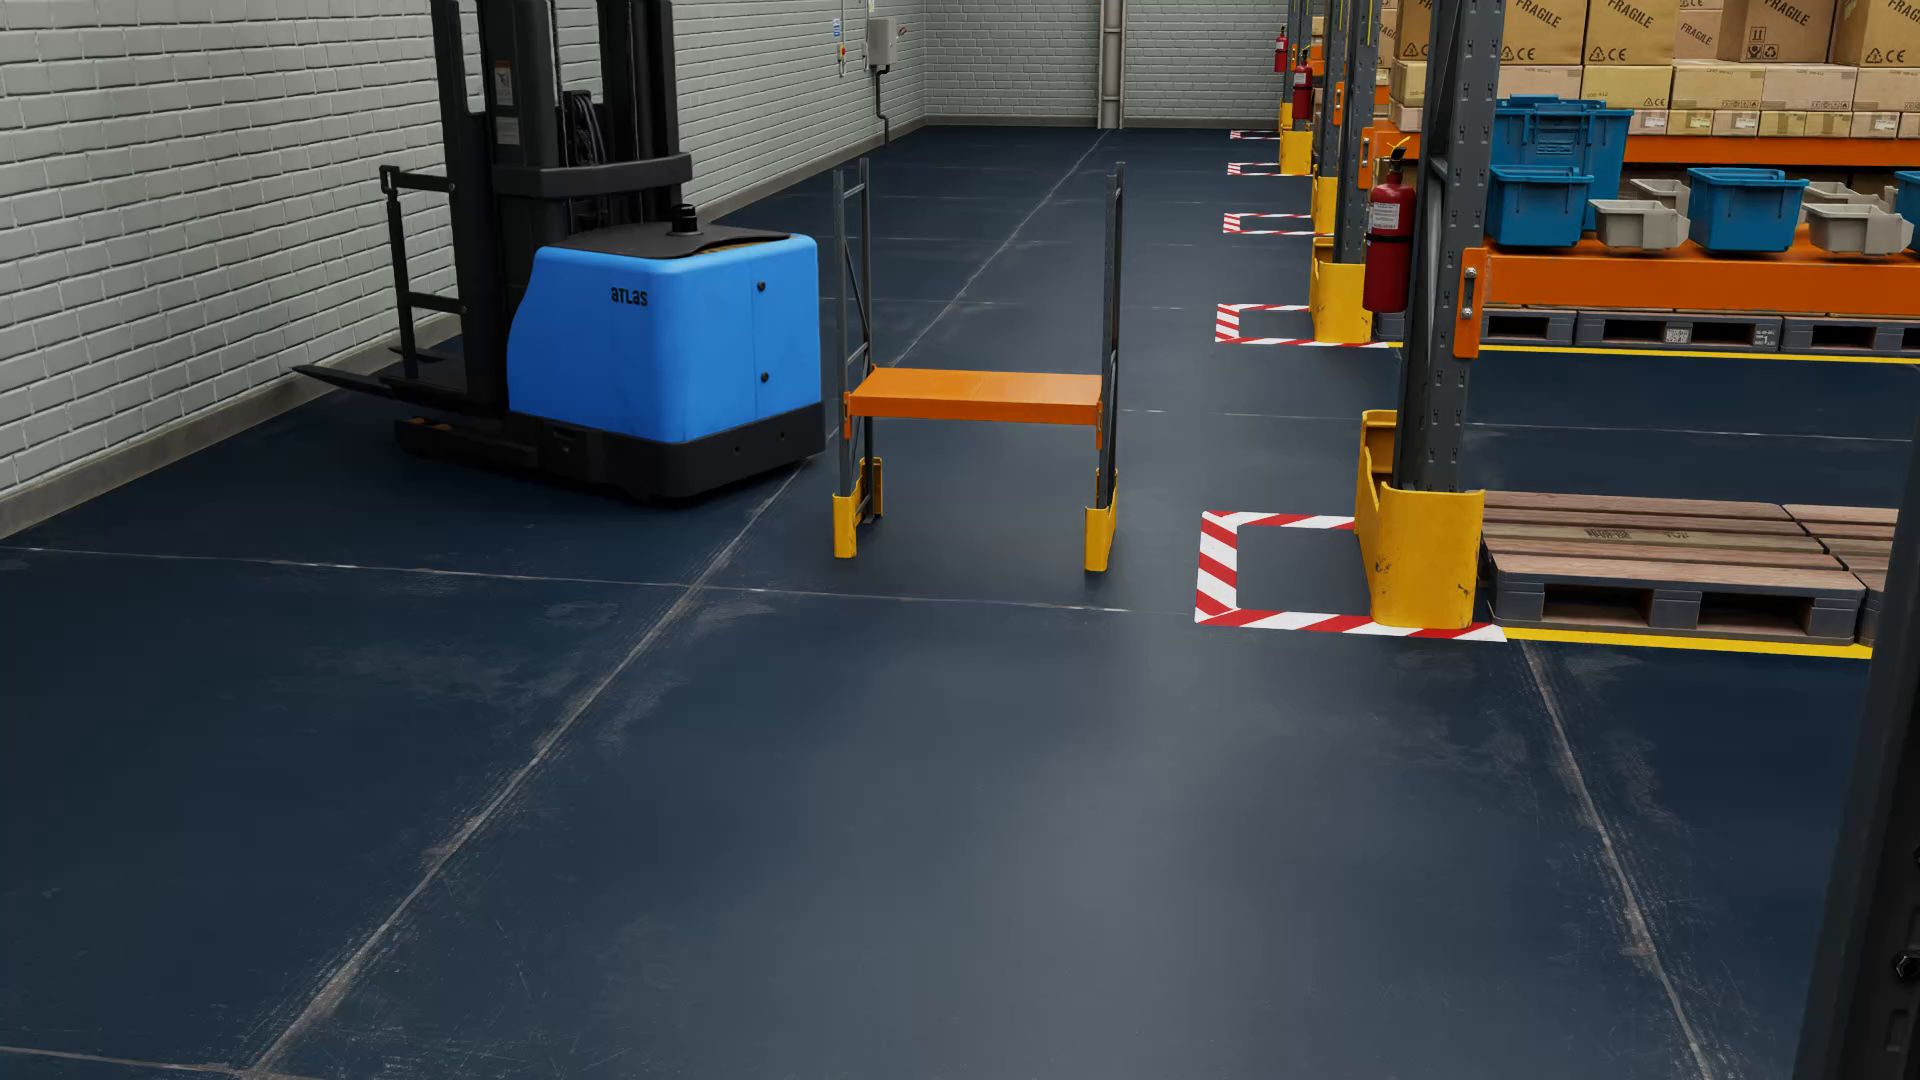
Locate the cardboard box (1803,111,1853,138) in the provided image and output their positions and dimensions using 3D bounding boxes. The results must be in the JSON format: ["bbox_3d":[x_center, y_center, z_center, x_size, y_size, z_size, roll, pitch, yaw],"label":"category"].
[{"bbox_3d":[5.119,-2.491,9.918,0.250,0.149,0.380,3,19,10],"label":"cardboard box"}]

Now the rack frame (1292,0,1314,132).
[{"bbox_3d":[4.110,-5.952,19.865,0.127,3.000,1.000,3,19,9],"label":"rack frame"}]

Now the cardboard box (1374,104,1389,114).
[{"bbox_3d":[6.321,-6.405,24.497,0.500,0.500,0.700,4,19,11],"label":"cardboard box"}]

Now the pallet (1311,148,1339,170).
[{"bbox_3d":[4.912,-4.614,20.260,1.213,0.211,1.003,3,19,9],"label":"pallet"}]

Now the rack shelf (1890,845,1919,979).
[{"bbox_3d":[2.938,0.698,1.124,4.000,0.370,1.077,3,19,9],"label":"rack shelf"}]

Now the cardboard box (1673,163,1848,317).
[{"bbox_3d":[4.960,-1.941,10.564,0.875,0.875,0.875,3,19,9],"label":"cardboard box"}]

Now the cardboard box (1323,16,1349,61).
[{"bbox_3d":[4.539,-5.885,19.508,0.500,0.500,0.500,3,19,8],"label":"cardboard box"}]

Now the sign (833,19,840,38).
[{"bbox_3d":[-1.529,-6.345,20.612,0.001,0.218,0.327,3,19,9],"label":"sign"}]

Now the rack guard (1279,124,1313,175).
[{"bbox_3d":[4.087,-4.768,20.265,0.348,0.500,1.175,3,19,9],"label":"rack guard"}]

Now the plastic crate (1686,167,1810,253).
[{"bbox_3d":[2.594,-1.096,5.521,0.300,0.233,0.416,3,19,9],"label":"plastic crate"}]

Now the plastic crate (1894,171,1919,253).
[{"bbox_3d":[3.245,-1.063,5.422,0.300,0.233,0.416,3,19,9],"label":"plastic crate"}]

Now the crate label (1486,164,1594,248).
[{"bbox_3d":[1.944,-1.129,5.620,0.303,0.233,0.416,3,19,9],"label":"crate label"}]

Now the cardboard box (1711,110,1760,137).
[{"bbox_3d":[4.615,-2.517,9.995,0.250,0.149,0.380,3,19,10],"label":"cardboard box"}]

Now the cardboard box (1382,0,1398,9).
[{"bbox_3d":[3.826,-4.953,14.677,0.500,0.500,0.500,3,19,8],"label":"cardboard box"}]

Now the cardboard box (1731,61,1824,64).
[{"bbox_3d":[5.063,-2.873,10.429,0.500,0.250,0.500,3,19,10],"label":"cardboard box"}]

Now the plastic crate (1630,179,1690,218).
[{"bbox_3d":[2.587,-1.215,6.027,0.243,0.136,0.396,3,19,9],"label":"plastic crate"}]

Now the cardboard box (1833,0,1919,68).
[{"bbox_3d":[5.498,-3.038,9.740,0.500,0.500,0.500,3,19,9],"label":"cardboard box"}]

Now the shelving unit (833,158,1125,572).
[{"bbox_3d":[0.075,-0.707,6.554,1.083,1.500,0.587,3,19,9],"label":"shelving unit"}]

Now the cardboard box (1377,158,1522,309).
[{"bbox_3d":[3.183,-2.032,10.835,0.875,0.875,0.875,3,19,9],"label":"cardboard box"}]

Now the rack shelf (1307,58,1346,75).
[{"bbox_3d":[6.085,-5.510,19.678,4.000,0.370,1.077,3,19,9],"label":"rack shelf"}]

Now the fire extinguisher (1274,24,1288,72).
[{"bbox_3d":[4.676,-7.156,24.174,0.183,0.674,0.296,3,19,9],"label":"fire extinguisher"}]

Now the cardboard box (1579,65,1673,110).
[{"bbox_3d":[3.979,-2.758,10.087,0.500,0.250,0.500,2,19,7],"label":"cardboard box"}]

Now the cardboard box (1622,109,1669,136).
[{"bbox_3d":[4.107,-2.543,10.072,0.250,0.149,0.380,3,19,8],"label":"cardboard box"}]

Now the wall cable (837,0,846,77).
[{"bbox_3d":[-1.461,-6.725,20.525,0.123,1.953,0.585,3,19,9],"label":"wall cable"}]

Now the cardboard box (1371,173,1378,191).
[{"bbox_3d":[3.902,-3.278,15.234,0.250,0.149,0.380,4,19,11],"label":"cardboard box"}]

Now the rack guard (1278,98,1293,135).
[{"bbox_3d":[4.969,-6.318,24.898,0.348,0.500,1.175,3,19,9],"label":"rack guard"}]

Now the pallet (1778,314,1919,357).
[{"bbox_3d":[5.750,-1.387,10.614,1.213,0.211,1.003,3,19,9],"label":"pallet"}]

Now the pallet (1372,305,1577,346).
[{"bbox_3d":[3.340,-1.509,10.981,1.213,0.211,1.003,3,19,9],"label":"pallet"}]

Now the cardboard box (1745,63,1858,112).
[{"bbox_3d":[4.995,-2.707,9.934,0.500,0.250,0.500,3,19,10],"label":"cardboard box"}]

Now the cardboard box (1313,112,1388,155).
[{"bbox_3d":[4.778,-4.934,20.199,0.875,0.438,0.875,2,19,7],"label":"cardboard box"}]

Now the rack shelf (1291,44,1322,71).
[{"bbox_3d":[6.869,-7.066,24.326,4.000,0.370,1.077,3,19,9],"label":"rack shelf"}]

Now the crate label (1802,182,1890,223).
[{"bbox_3d":[3.150,-1.189,5.951,0.243,0.136,0.396,3,19,9],"label":"crate label"}]

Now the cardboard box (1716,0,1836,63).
[{"bbox_3d":[5.056,-3.228,10.308,0.500,0.500,0.500,2,19,7],"label":"cardboard box"}]

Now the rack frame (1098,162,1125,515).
[{"bbox_3d":[0.586,-0.681,6.476,0.032,1.500,0.500,3,19,9],"label":"rack frame"}]

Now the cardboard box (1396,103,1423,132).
[{"bbox_3d":[2.837,-2.607,10.263,0.250,0.149,0.380,3,19,9],"label":"cardboard box"}]

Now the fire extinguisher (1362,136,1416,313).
[{"bbox_3d":[1.676,-1.232,6.468,0.183,0.674,0.296,3,19,9],"label":"fire extinguisher"}]

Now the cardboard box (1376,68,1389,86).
[{"bbox_3d":[3.693,-4.158,14.899,0.250,0.149,0.380,3,19,8],"label":"cardboard box"}]

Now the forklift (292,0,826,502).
[{"bbox_3d":[-2.128,-1.903,7.871,3.031,2.935,1.130,13,22,33],"label":"forklift"}]

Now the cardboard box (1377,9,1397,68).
[{"bbox_3d":[3.825,-4.476,14.825,0.500,0.500,0.500,4,19,11],"label":"cardboard box"}]

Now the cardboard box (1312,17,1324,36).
[{"bbox_3d":[5.299,-7.470,24.169,0.500,0.250,0.500,3,19,9],"label":"cardboard box"}]

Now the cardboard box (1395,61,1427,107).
[{"bbox_3d":[2.970,-2.809,10.237,0.500,0.250,0.500,2,19,7],"label":"cardboard box"}]

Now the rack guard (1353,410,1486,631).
[{"bbox_3d":[1.727,-0.107,6.336,0.348,0.500,1.175,3,19,9],"label":"rack guard"}]

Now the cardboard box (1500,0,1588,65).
[{"bbox_3d":[3.463,-3.139,10.043,0.500,0.500,0.500,2,19,7],"label":"cardboard box"}]

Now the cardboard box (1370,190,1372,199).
[{"bbox_3d":[3.892,-3.117,15.222,0.250,0.149,0.380,3,19,10],"label":"cardboard box"}]

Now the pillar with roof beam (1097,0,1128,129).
[{"bbox_3d":[1.692,-9.422,20.780,0.400,9.000,9.100,3,19,9],"label":"pillar with roof beam"}]

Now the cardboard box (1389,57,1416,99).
[{"bbox_3d":[3.059,-2.976,10.738,0.500,0.250,0.500,3,19,8],"label":"cardboard box"}]

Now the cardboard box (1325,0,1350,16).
[{"bbox_3d":[4.539,-6.360,19.351,0.500,0.500,0.500,3,19,7],"label":"cardboard box"}]

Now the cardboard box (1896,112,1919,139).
[{"bbox_3d":[5.627,-2.466,9.840,0.250,0.149,0.380,3,19,8],"label":"cardboard box"}]

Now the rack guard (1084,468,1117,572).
[{"bbox_3d":[0.567,-0.090,6.677,0.087,0.250,0.587,3,19,9],"label":"rack guard"}]

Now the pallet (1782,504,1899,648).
[{"bbox_3d":[3.762,0.142,6.045,1.213,0.211,1.003,3,19,9],"label":"pallet"}]

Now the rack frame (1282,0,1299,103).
[{"bbox_3d":[4.894,-7.507,24.513,0.127,3.000,1.000,3,19,9],"label":"rack frame"}]
